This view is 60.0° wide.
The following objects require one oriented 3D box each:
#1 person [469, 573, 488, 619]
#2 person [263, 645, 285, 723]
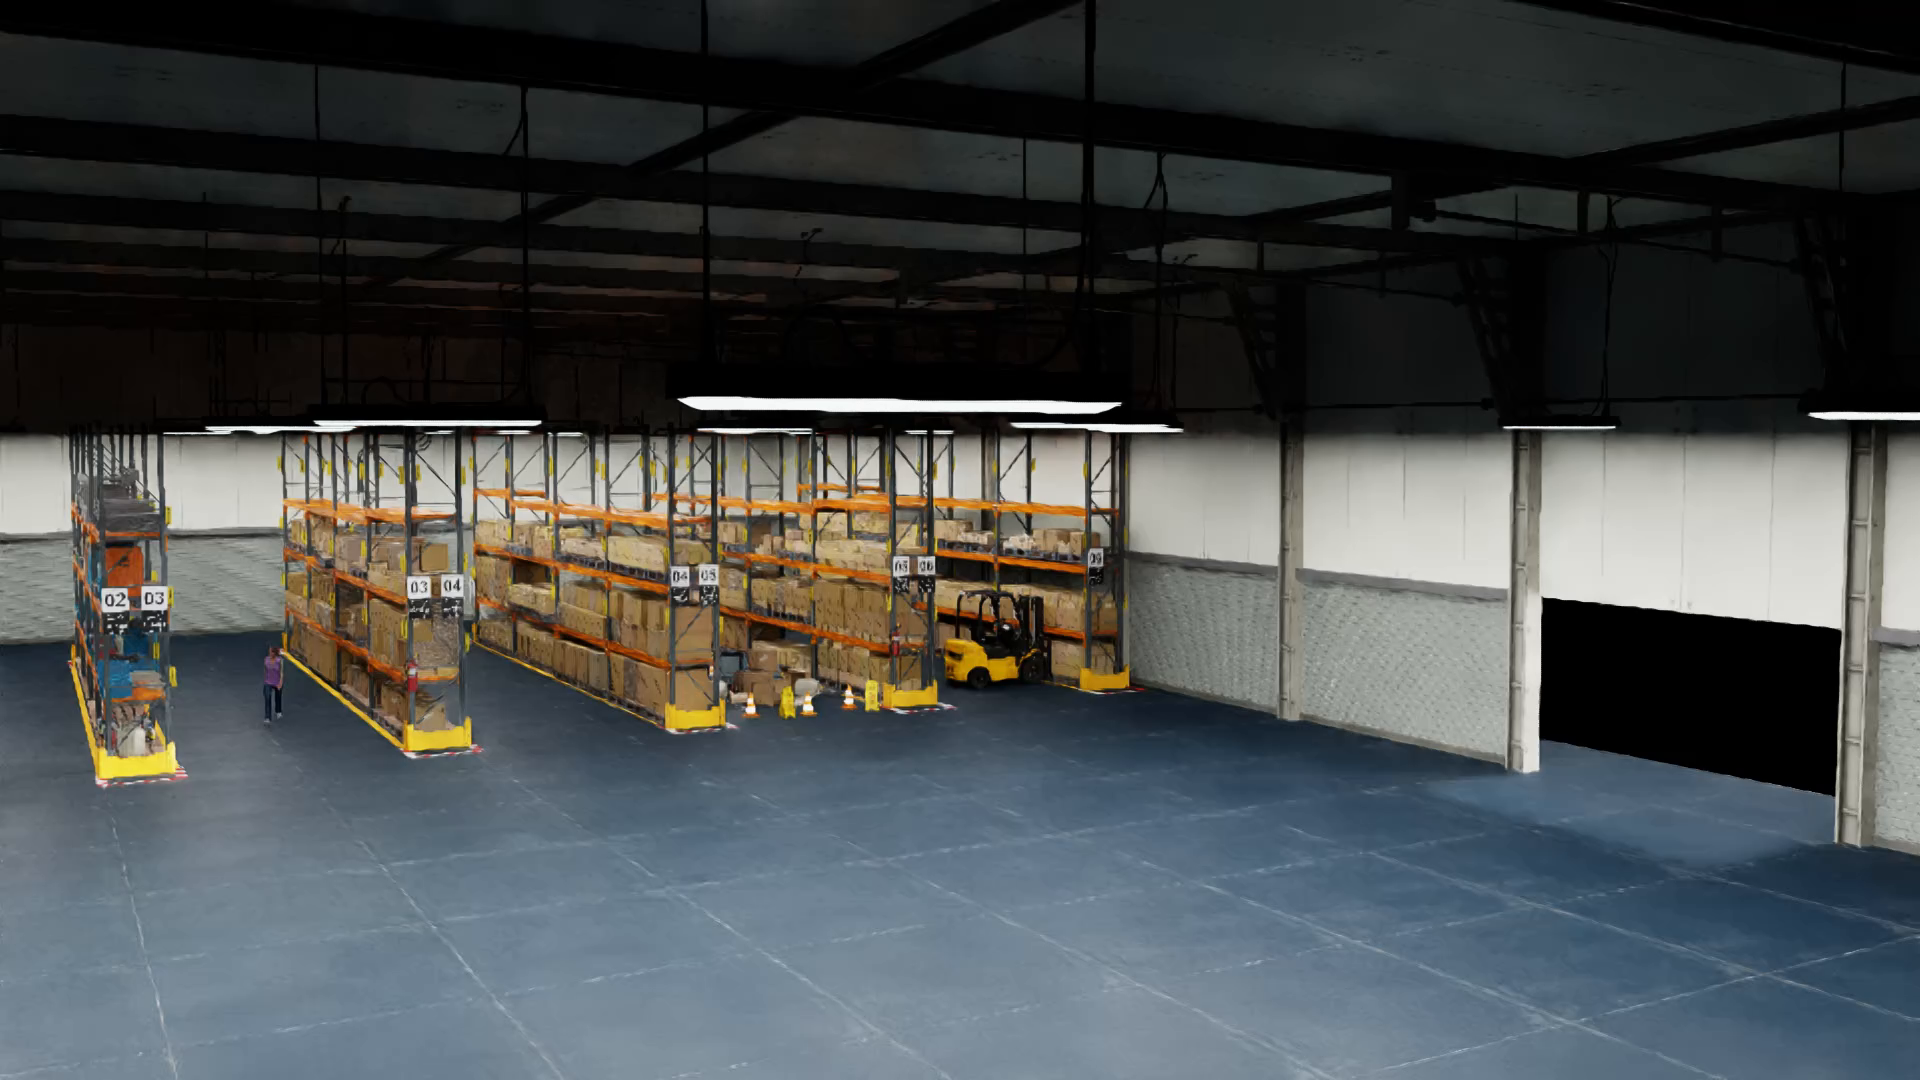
[{"bbox_3d":[-14.588,1.715,50.359,0.749,1.771,0.533,2,4,26],"label":"person"},{"bbox_3d":[-13.803,2.881,33.459,0.407,1.518,0.962,-1,4,-20],"label":"person"}]
